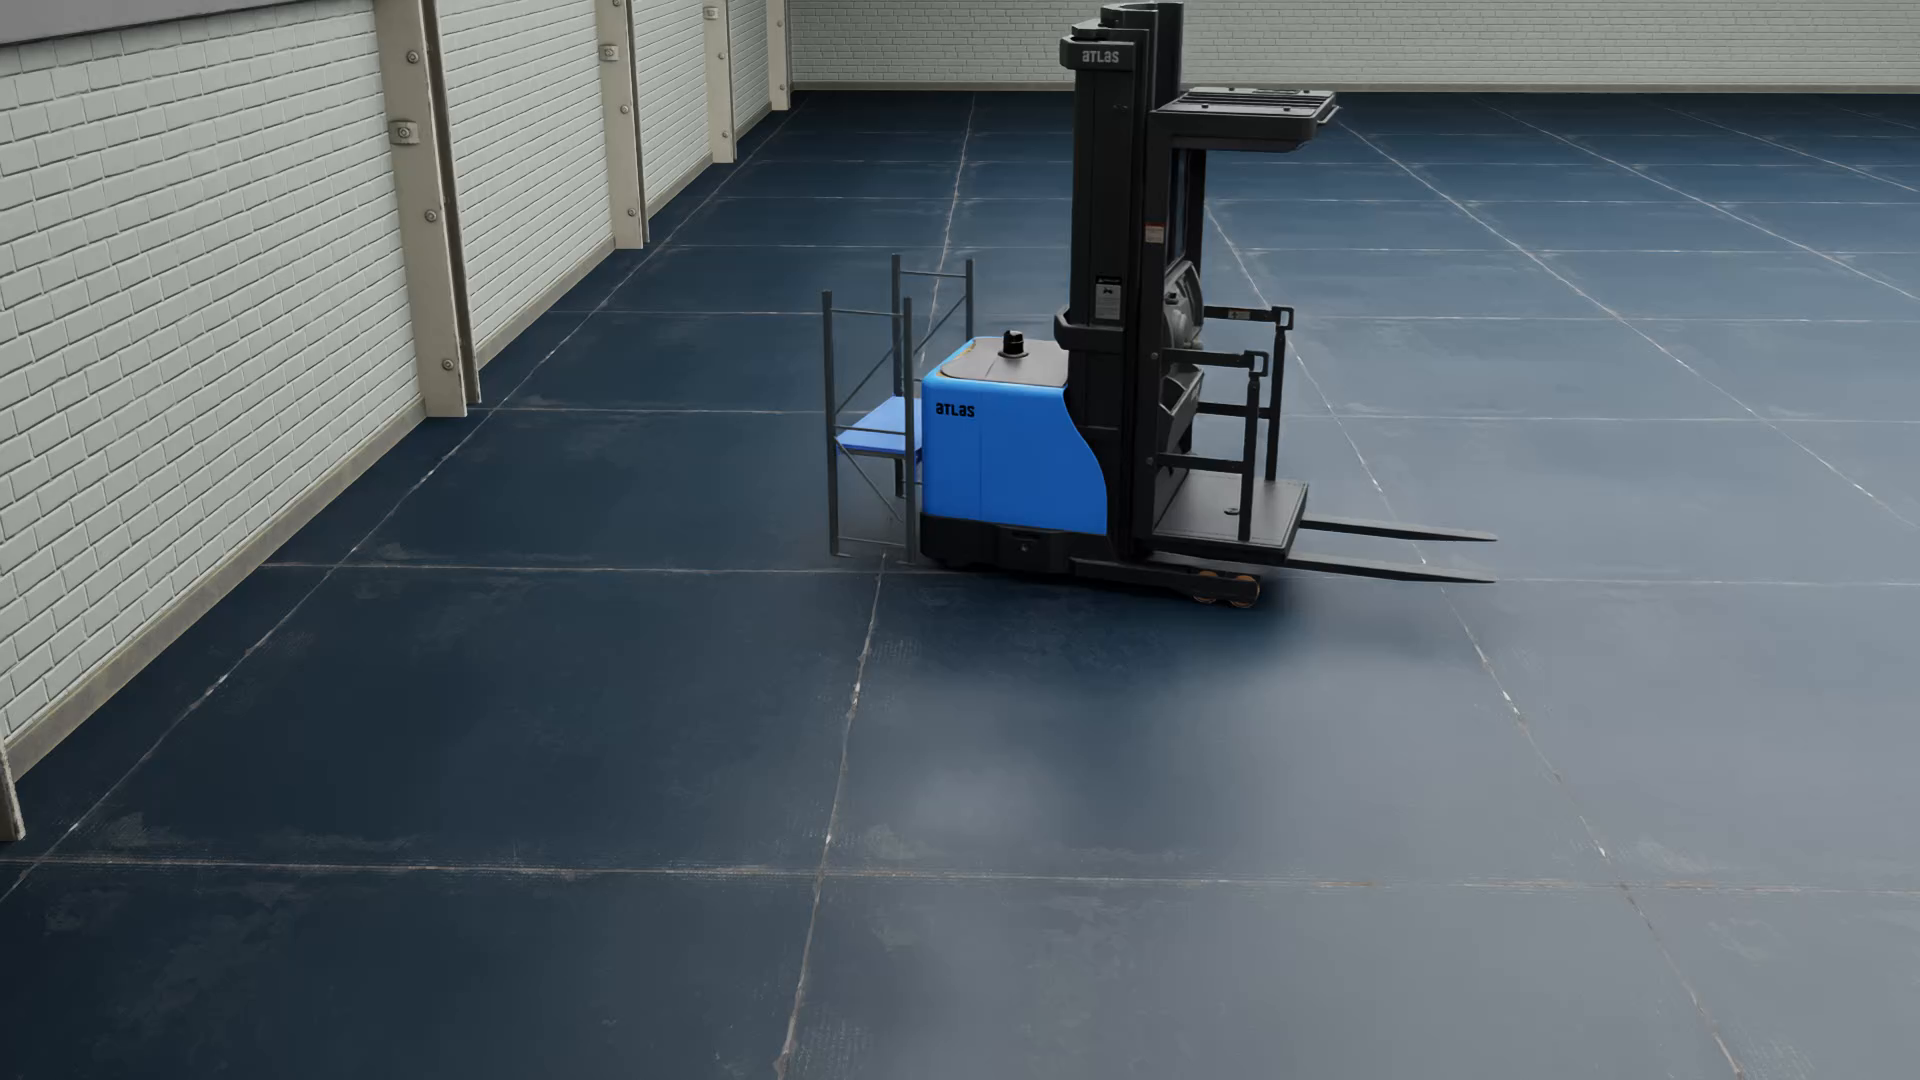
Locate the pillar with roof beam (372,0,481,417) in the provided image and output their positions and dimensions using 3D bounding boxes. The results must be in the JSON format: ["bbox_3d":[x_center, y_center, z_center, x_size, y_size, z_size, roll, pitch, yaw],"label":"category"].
[{"bbox_3d":[0.649,-5.092,10.213,9.100,9.000,0.400,1,21,2],"label":"pillar with roof beam"}]

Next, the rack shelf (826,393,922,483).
[{"bbox_3d":[-0.321,-0.595,9.486,0.538,0.185,1.000,7,22,18],"label":"rack shelf"}]

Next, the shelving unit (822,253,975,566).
[{"bbox_3d":[-0.321,-0.763,9.421,0.538,1.500,1.048,7,22,18],"label":"shelving unit"}]

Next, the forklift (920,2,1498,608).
[{"bbox_3d":[1.354,-1.230,8.646,3.031,2.935,1.130,7,22,16],"label":"forklift"}]

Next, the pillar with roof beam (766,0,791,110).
[{"bbox_3d":[1.197,-11.600,26.986,9.100,9.000,0.400,1,21,2],"label":"pillar with roof beam"}]

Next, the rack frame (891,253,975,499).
[{"bbox_3d":[-0.157,-0.937,9.870,0.500,1.500,0.032,7,22,18],"label":"rack frame"}]

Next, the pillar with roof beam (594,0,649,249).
[{"bbox_3d":[0.832,-7.262,15.804,9.100,9.000,0.400,1,21,2],"label":"pillar with roof beam"}]

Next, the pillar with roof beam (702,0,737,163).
[{"bbox_3d":[1.014,-9.431,21.395,9.100,9.000,0.400,1,21,2],"label":"pillar with roof beam"}]

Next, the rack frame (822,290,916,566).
[{"bbox_3d":[-0.485,-0.589,8.973,0.500,1.500,0.032,7,22,18],"label":"rack frame"}]
